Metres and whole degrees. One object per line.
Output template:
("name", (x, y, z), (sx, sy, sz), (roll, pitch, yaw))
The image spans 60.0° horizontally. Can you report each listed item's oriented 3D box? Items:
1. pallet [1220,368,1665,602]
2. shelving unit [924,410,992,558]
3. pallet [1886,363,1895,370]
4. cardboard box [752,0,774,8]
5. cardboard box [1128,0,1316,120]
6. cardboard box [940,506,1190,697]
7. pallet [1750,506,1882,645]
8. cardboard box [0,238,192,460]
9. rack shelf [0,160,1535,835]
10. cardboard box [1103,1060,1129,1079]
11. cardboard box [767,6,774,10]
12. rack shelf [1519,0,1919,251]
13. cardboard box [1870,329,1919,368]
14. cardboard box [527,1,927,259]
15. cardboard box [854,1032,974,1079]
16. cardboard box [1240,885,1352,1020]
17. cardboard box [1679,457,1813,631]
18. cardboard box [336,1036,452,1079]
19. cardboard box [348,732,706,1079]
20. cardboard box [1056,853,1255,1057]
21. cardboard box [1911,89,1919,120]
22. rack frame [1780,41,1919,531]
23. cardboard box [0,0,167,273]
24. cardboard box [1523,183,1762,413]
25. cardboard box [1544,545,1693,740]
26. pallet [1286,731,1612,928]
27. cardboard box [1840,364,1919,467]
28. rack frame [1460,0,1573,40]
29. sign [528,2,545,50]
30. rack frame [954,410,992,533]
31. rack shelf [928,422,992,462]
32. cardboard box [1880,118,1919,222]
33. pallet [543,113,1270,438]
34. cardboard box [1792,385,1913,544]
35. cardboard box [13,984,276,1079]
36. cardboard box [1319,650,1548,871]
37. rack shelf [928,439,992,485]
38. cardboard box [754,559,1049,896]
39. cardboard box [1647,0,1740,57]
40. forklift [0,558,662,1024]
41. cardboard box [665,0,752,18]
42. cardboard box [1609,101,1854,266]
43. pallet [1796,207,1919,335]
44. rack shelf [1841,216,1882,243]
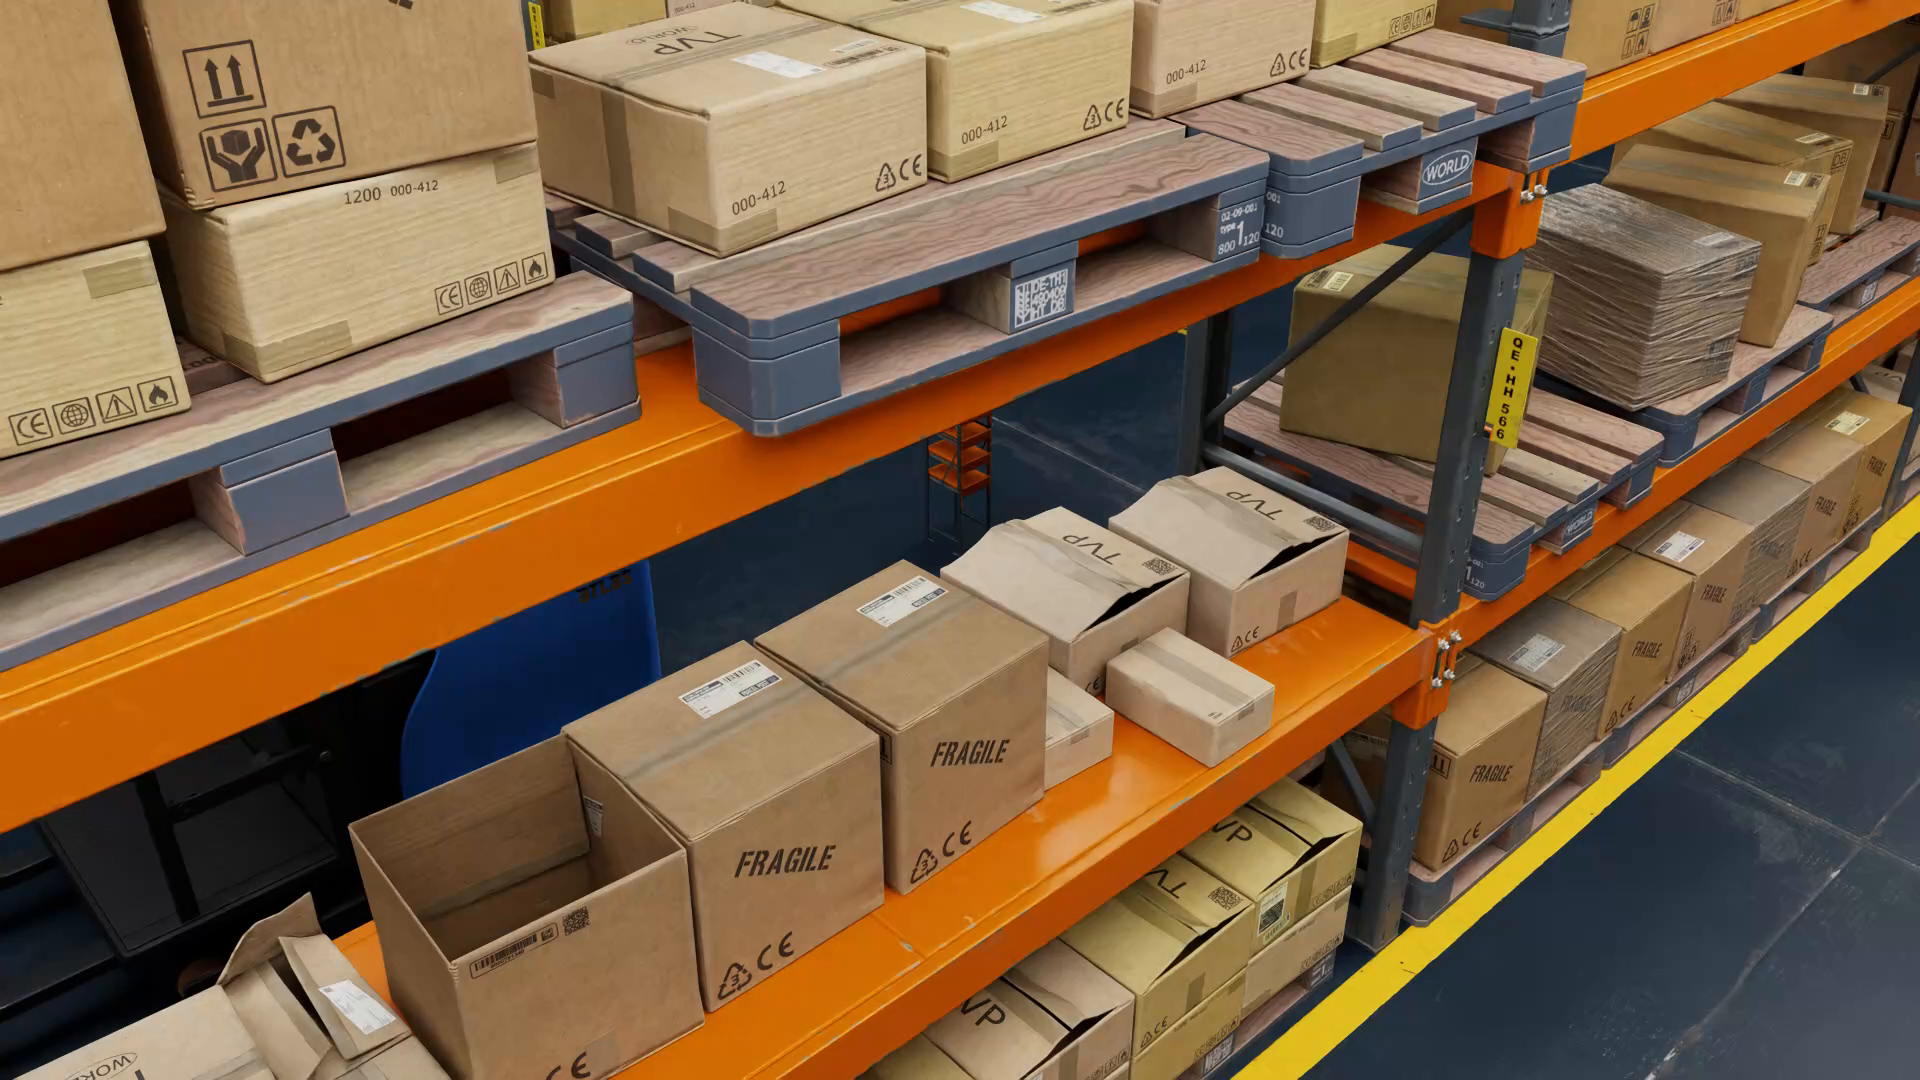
("pallet", (1.530, -0.303, 5.554), (1.003, 0.211, 1.213), (-26, 40, -35))
("shelving unit", (-0.011, -0.507, 7.429), (0.189, 1.200, 0.258), (-26, 40, -35))
("pallet", (5.413, -1.025, 9.224), (1.213, 0.211, 1.003), (-26, 40, -35))
("cardboard box", (-1.024, -2.942, 8.566), (0.500, 0.250, 0.500), (-26, 40, -35))
("cardboard box", (0.415, -1.137, 3.601), (0.500, 0.250, 0.500), (-25, 39, -34))
("cardboard box", (0.294, 0.163, 4.693), (0.500, 0.311, 0.500), (-26, 40, -36))
("pallet", (3.443, -0.044, 7.620), (1.213, 0.211, 1.003), (-26, 40, -35))
("cardboard box", (-1.394, -0.309, 2.245), (0.500, 0.250, 0.500), (-21, 37, -31))
("rack shelf", (-0.385, -0.381, 3.312), (4.000, 0.370, 1.077), (-26, 40, -35))
("cardboard box", (0.115, 1.518, 4.626), (0.500, 0.250, 0.500), (-25, 39, -34))
("cardboard box", (-1.005, -2.622, 8.762), (0.500, 0.500, 0.500), (-26, 40, -36))
("rack shelf", (2.548, -1.800, 5.633), (4.000, 0.370, 1.077), (-26, 40, -35))
("cardboard box", (4.789, -1.154, 8.917), (0.500, 0.311, 0.500), (-26, 40, -35))
("cardboard box", (-0.408, -0.749, 2.965), (0.500, 0.250, 0.500), (25, 40, 35))
("cardboard box", (-0.253, 1.459, 4.185), (0.500, 0.311, 0.500), (-25, 39, -34))
("cardboard box", (0.861, 1.156, 5.217), (0.500, 0.250, 0.500), (-25, 39, -34))
("cardboard box", (3.111, -0.023, 6.887), (0.500, 0.500, 0.500), (-25, 39, -35))
("cardboard box", (-1.063, 1.172, 3.199), (0.250, 0.149, 0.380), (-26, 40, -35))
("cardboard box", (-0.891, 0.805, 3.462), (0.500, 0.500, 0.500), (-23, 38, -32))
("cardboard box", (0.488, 1.104, 4.765), (0.500, 0.311, 0.500), (-27, 40, -36))
("cardboard box", (4.551, -2.065, 7.198), (0.500, 0.500, 0.500), (-25, 39, -34))
("rack frame", (4.014, -1.537, 7.388), (0.127, 3.000, 1.000), (-26, 40, -35))
("cardboard box", (-1.373, -0.617, 2.031), (0.500, 0.500, 0.500), (-25, 40, -35))
("cardboard box", (2.267, -0.857, 5.778), (0.500, 0.500, 0.700), (-18, 36, -27))
("cardboard box", (2.360, 0.345, 6.285), (0.500, 0.500, 0.500), (-26, 40, -36))
("pallet", (1.654, 0.822, 6.204), (1.213, 0.211, 1.003), (-26, 40, -35))
("cardboard box", (4.469, -0.643, 8.082), (0.500, 0.311, 0.500), (-26, 40, -35))
("rack frame", (1.081, -2.677, 3.502), (0.127, 3.000, 1.000), (-26, 40, -35))
("sign", (-1.914, -2.267, 7.549), (0.005, 0.325, 0.100), (-26, 40, -35))
("rack frame", (0.056, -0.539, 7.482), (0.006, 1.200, 0.240), (-26, 40, -35))
("rack shelf", (-0.011, -0.469, 7.452), (0.180, 0.103, 0.258), (-26, 40, -35))
("cardboard box", (4.573, -1.656, 7.487), (0.500, 0.500, 0.500), (-25, 39, -34))
("pallet", (-0.174, -0.644, 3.234), (1.213, 0.211, 1.003), (-24, 39, -33))
("cardboard box", (3.847, -0.373, 7.459), (0.500, 0.500, 0.500), (-26, 40, -36))
("cardboard box", (-1.521, 1.174, 3.099), (0.500, 0.250, 0.500), (-23, 38, -33))
("cardboard box", (1.609, 0.709, 5.690), (0.500, 0.500, 0.500), (-24, 39, -34))
("rack shelf", (-0.011, -0.366, 7.514), (0.180, 0.103, 0.258), (-26, 40, -35))
("cardboard box", (-0.138, 0.441, 4.058), (0.500, 0.500, 0.500), (27, 40, 36))
("cardboard box", (1.752, -1.789, 4.829), (0.500, 0.500, 0.910), (-26, 40, -35))
("forklift", (-2.519, -0.061, 5.041), (3.031, 2.935, 1.130), (-25, 39, -35))
("cardboard box", (-1.388, -2.763, 8.274), (0.500, 0.250, 0.500), (-26, 40, -36))
("cardboard box", (3.054, -1.408, 6.678), (0.500, 0.500, 0.700), (-19, 36, -28))
("pallet", (3.354, -1.213, 7.042), (1.213, 0.211, 1.003), (-26, 40, -35))
("rack shelf", (5.481, -1.939, 8.735), (4.000, 0.370, 1.077), (-26, 40, -35))
